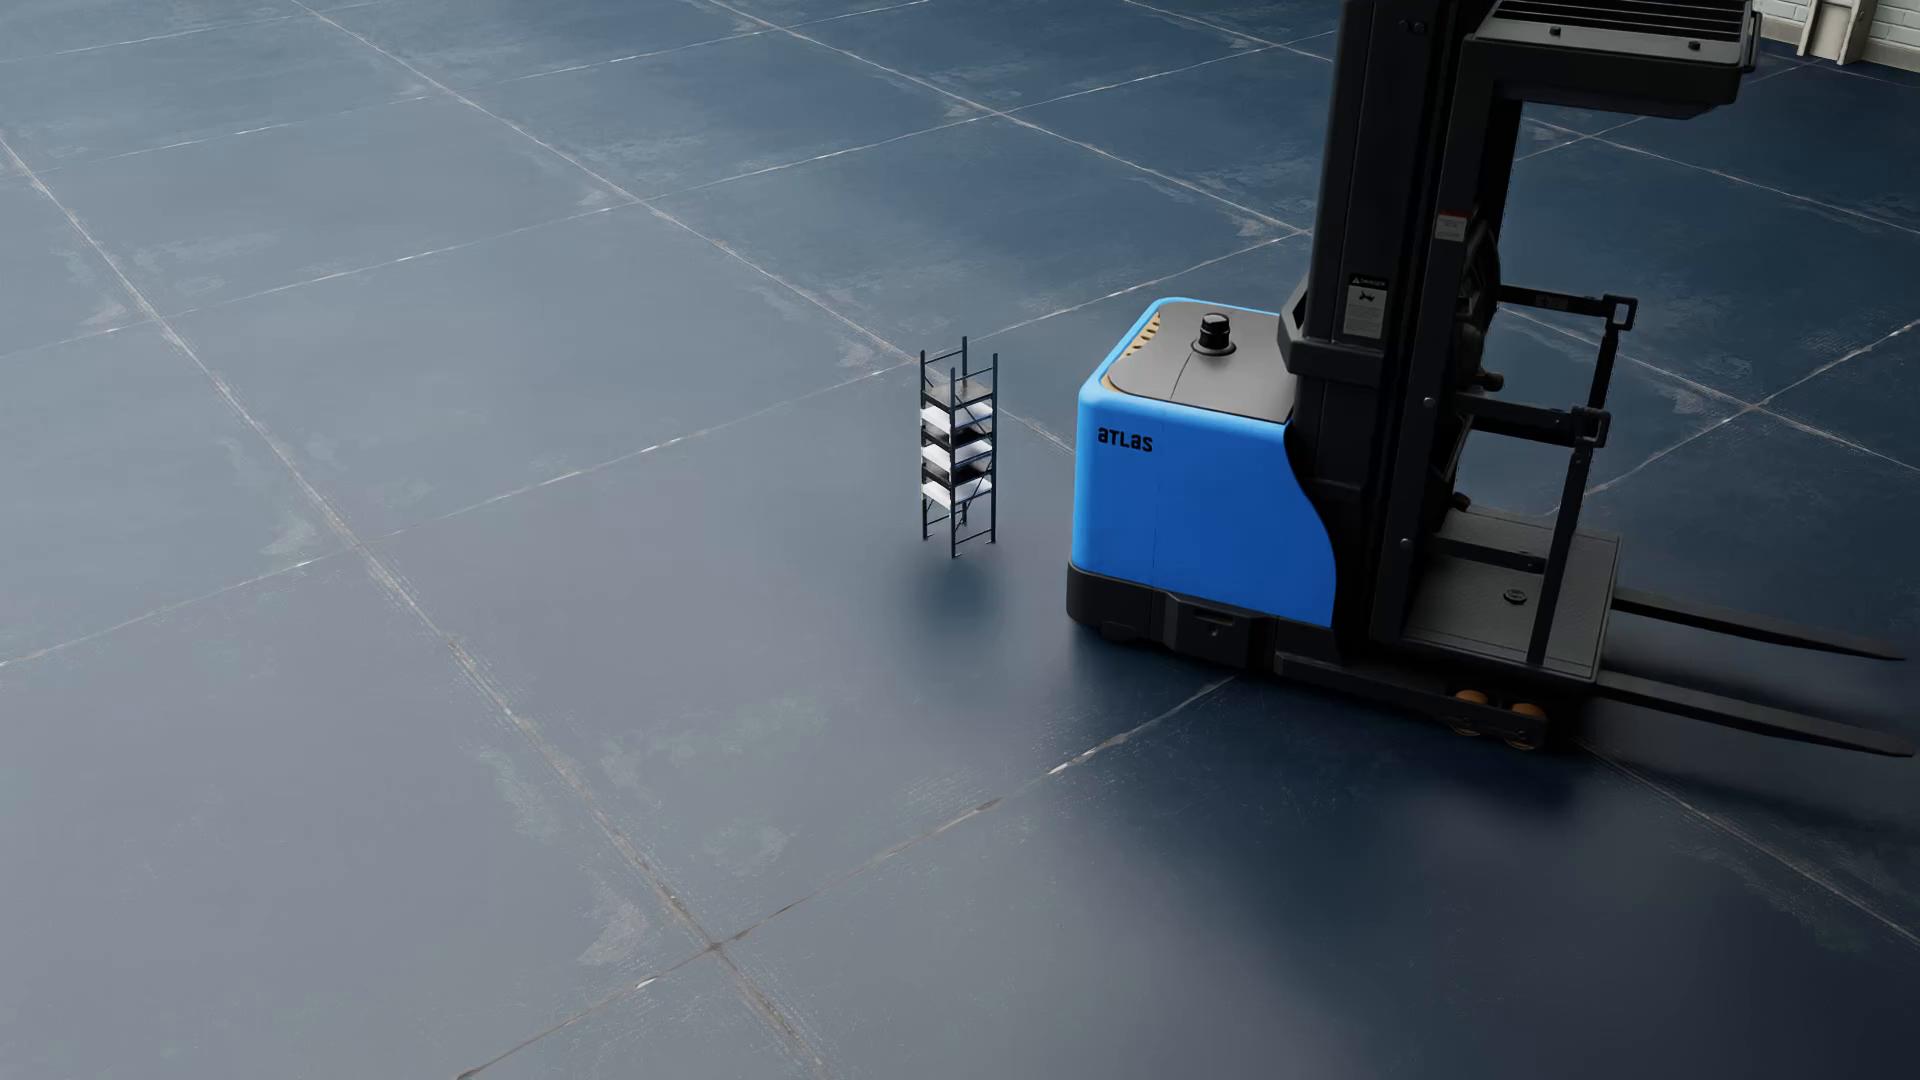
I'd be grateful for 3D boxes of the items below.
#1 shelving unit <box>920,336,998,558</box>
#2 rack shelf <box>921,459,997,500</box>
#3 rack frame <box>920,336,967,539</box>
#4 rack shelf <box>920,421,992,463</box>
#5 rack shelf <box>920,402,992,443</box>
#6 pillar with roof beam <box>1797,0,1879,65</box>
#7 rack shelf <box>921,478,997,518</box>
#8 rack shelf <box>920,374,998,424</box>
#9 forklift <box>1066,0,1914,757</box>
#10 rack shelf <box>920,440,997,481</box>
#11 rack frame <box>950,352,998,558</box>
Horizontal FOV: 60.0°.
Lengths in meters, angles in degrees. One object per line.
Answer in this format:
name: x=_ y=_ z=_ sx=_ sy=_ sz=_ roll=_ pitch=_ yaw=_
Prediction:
shelving unit: x=-0.005 y=-0.386 z=7.018 sx=0.258 sy=0.900 sz=0.210 roll=-22 pitch=38 yaw=-31
rack shelf: x=-0.005 y=-0.281 z=7.083 sx=0.258 sy=0.077 sz=0.200 roll=-22 pitch=38 yaw=-31
rack frame: x=-0.067 y=-0.428 z=7.086 sx=0.240 sy=0.900 sz=0.006 roll=-22 pitch=38 yaw=-31
rack shelf: x=-0.005 y=-0.434 z=6.988 sx=0.258 sy=0.077 sz=0.200 roll=-22 pitch=38 yaw=-31
rack shelf: x=-0.005 y=-0.510 z=6.941 sx=0.258 sy=0.077 sz=0.200 roll=-22 pitch=38 yaw=-31
pillar with roof beam: x=3.725 y=-6.394 z=9.015 sx=9.100 sy=9.000 sz=0.400 roll=-22 pitch=38 yaw=-31
rack shelf: x=-0.005 y=-0.204 z=7.131 sx=0.258 sy=0.077 sz=0.200 roll=-22 pitch=38 yaw=-31
rack shelf: x=-0.005 y=-0.587 z=6.893 sx=0.258 sy=0.077 sz=0.200 roll=-22 pitch=38 yaw=-31
forklift: x=1.988 y=-0.805 z=5.769 sx=3.031 sy=2.935 sz=1.130 roll=13 pitch=34 yaw=20
rack shelf: x=-0.005 y=-0.357 z=7.036 sx=0.258 sy=0.077 sz=0.200 roll=-22 pitch=38 yaw=-31
rack frame: x=0.057 y=-0.343 z=6.950 sx=0.240 sy=0.900 sz=0.006 roll=-22 pitch=38 yaw=-31
